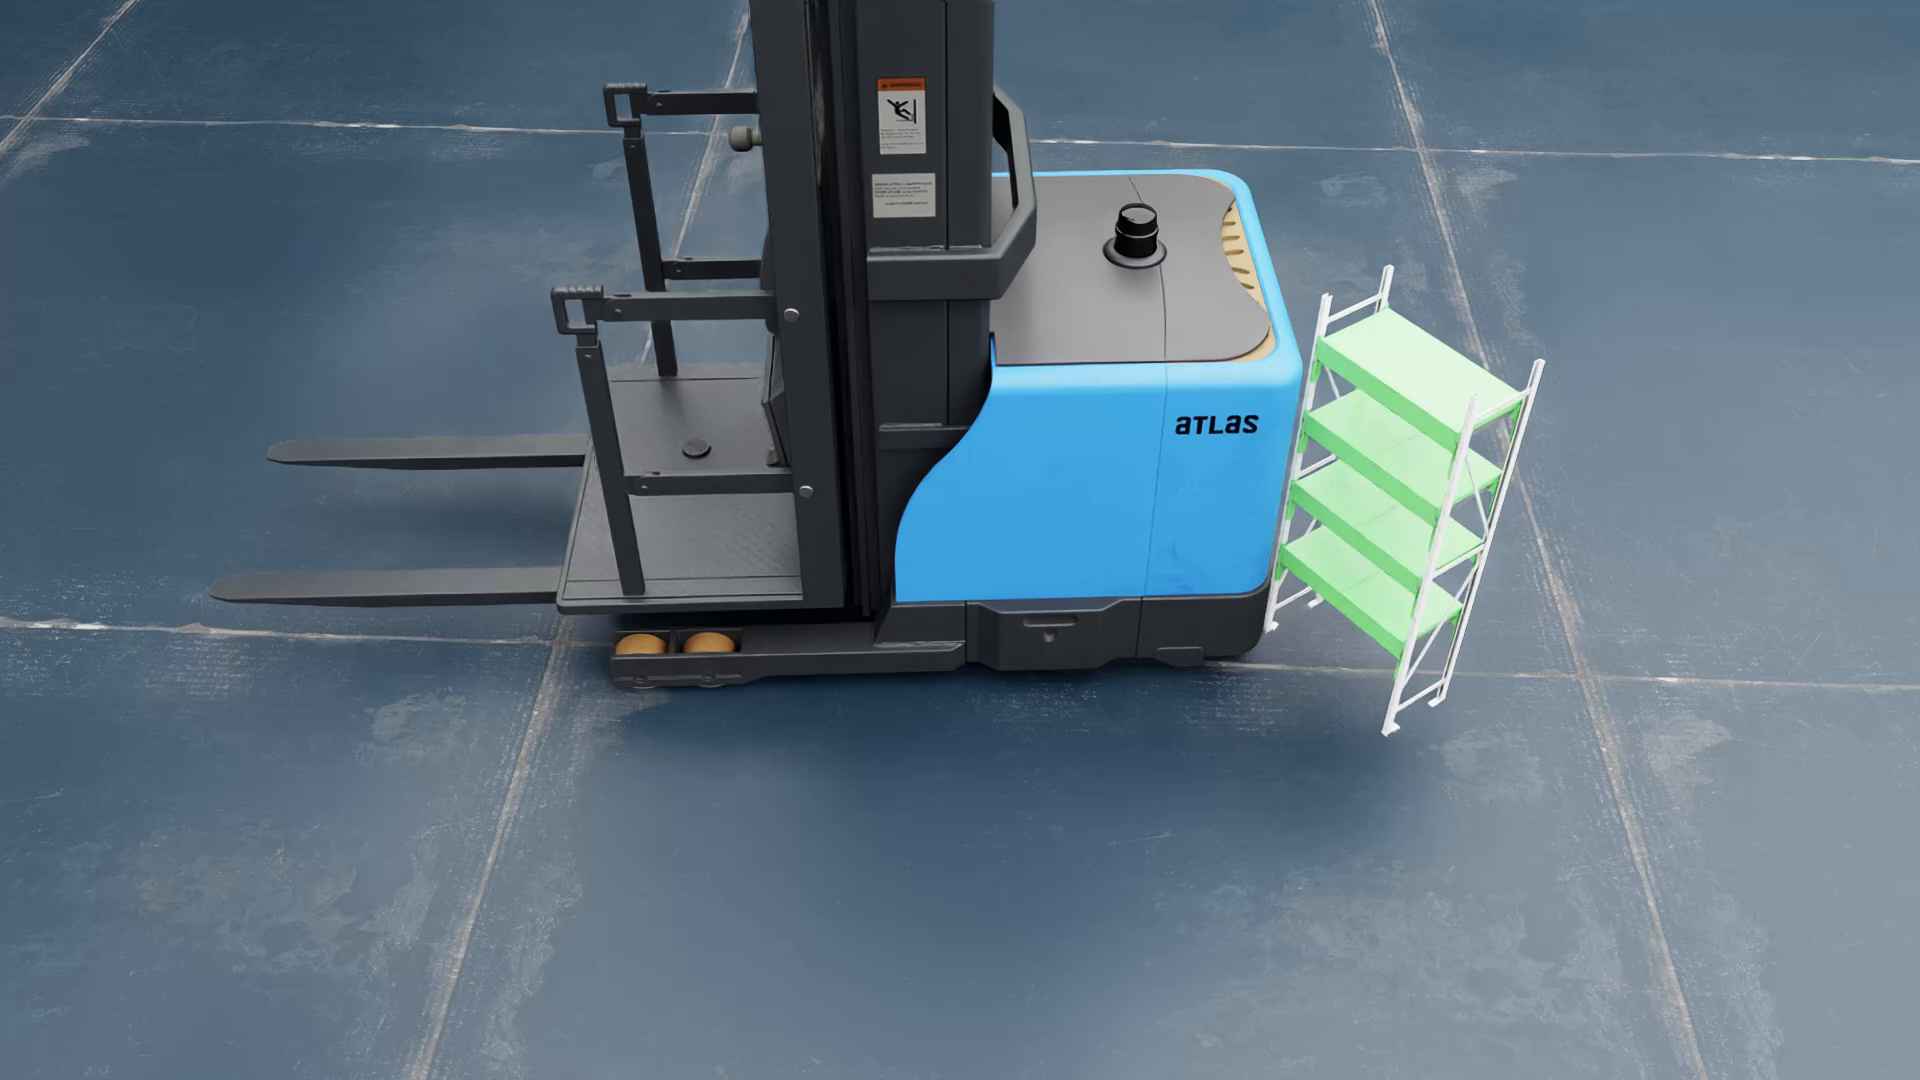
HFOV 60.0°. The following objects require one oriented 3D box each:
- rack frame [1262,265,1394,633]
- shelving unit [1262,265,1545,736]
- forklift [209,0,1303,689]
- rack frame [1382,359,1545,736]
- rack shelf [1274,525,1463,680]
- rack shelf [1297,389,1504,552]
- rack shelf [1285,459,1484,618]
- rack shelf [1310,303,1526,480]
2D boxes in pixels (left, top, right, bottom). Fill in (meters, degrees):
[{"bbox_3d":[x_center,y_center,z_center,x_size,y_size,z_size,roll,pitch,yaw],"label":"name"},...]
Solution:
[{"bbox_3d":[1.004,-0.212,4.598,0.240,1.200,0.015,-26,49,-25],"label":"rack frame"},{"bbox_3d":[1.145,-0.077,4.452,0.258,1.200,0.503,-26,49,-25],"label":"shelving unit"},{"bbox_3d":[-0.648,-1.011,4.185,3.031,2.935,1.130,-1,43,-1],"label":"forklift"},{"bbox_3d":[1.286,0.059,4.306,0.240,1.200,0.015,-26,49,-25],"label":"rack frame"},{"bbox_3d":[1.145,0.146,4.659,0.258,0.148,0.480,-26,49,-25],"label":"rack shelf"},{"bbox_3d":[1.145,-0.205,4.332,0.258,0.148,0.480,-26,49,-25],"label":"rack shelf"},{"bbox_3d":[1.145,-0.030,4.496,0.258,0.148,0.480,-26,49,-25],"label":"rack shelf"},{"bbox_3d":[1.145,-0.381,4.168,0.258,0.148,0.480,-26,49,-25],"label":"rack shelf"}]
